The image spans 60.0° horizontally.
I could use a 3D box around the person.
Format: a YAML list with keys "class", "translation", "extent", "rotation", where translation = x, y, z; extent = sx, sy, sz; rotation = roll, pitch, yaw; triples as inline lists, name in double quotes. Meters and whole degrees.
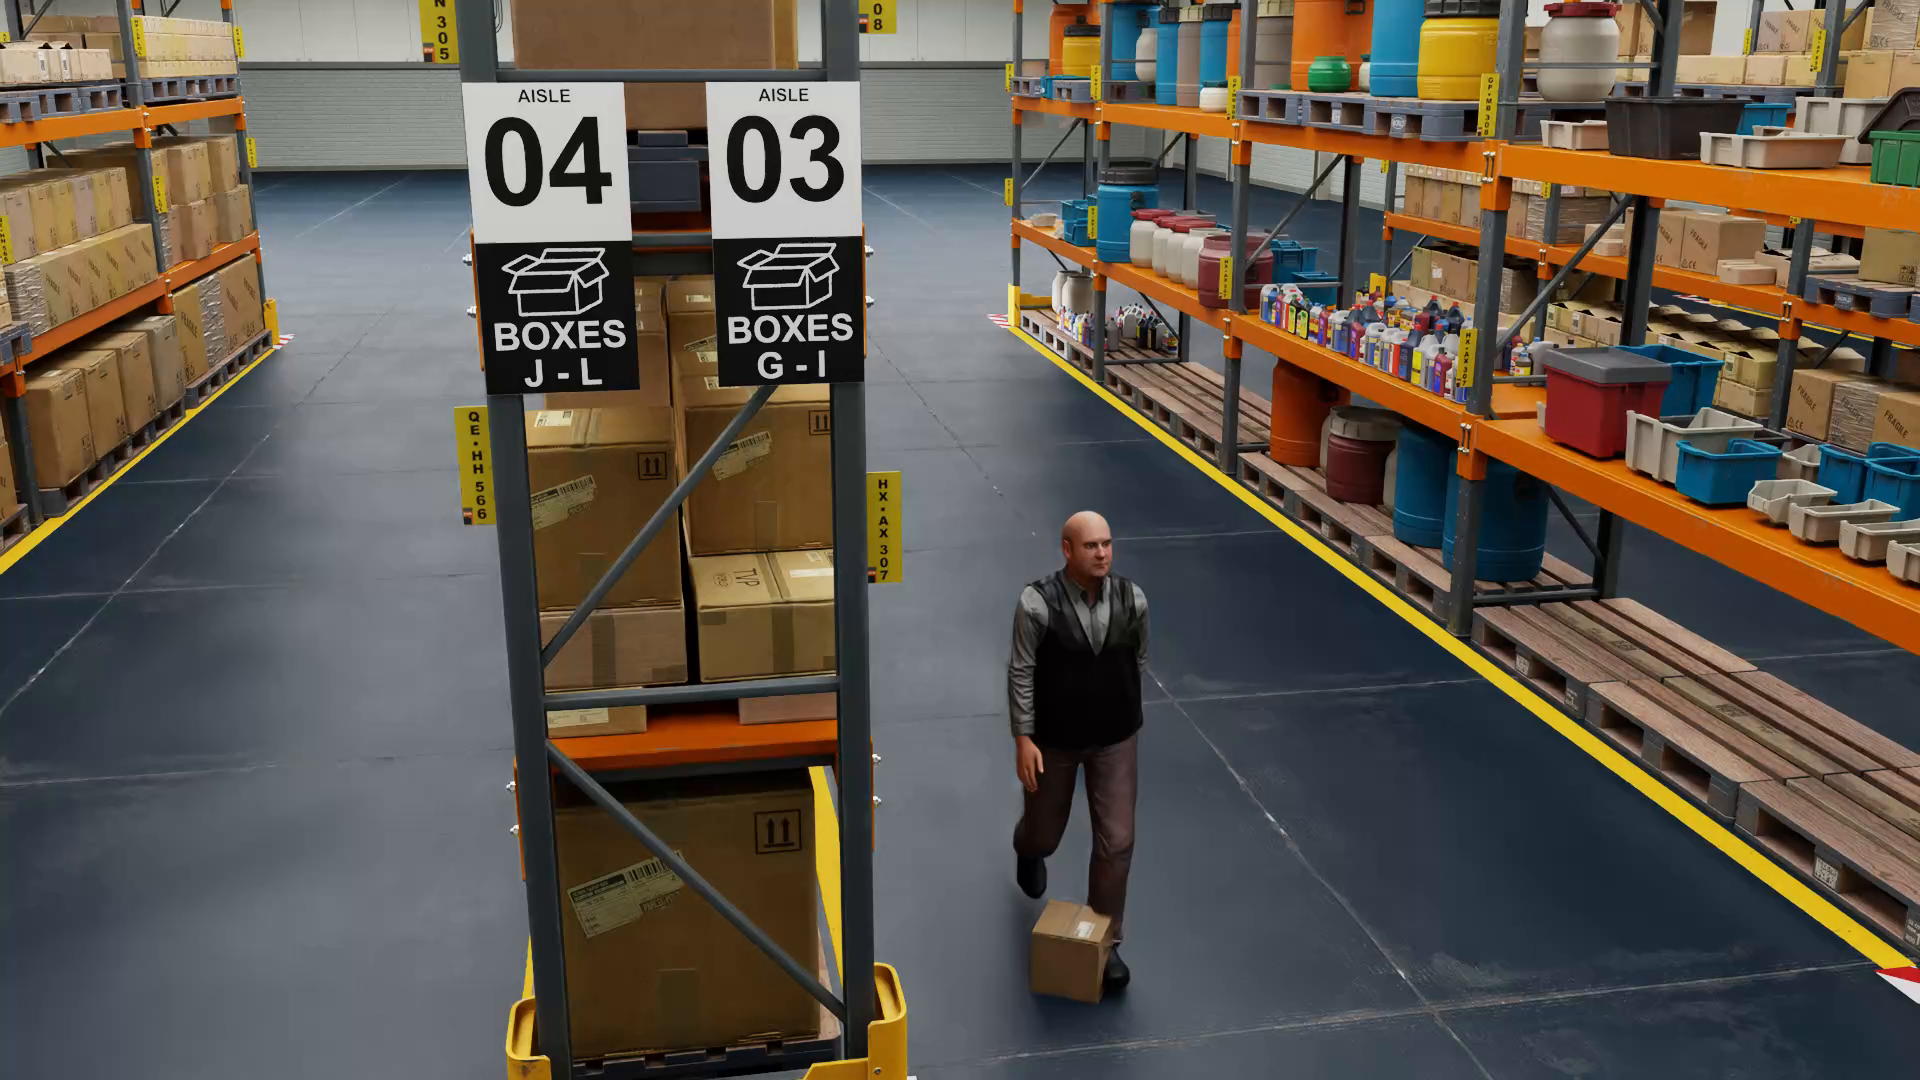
- class: "person"
  translation: [0.430, 0.705, 6.147]
  extent: [0.553, 1.689, 0.905]
  rotation: [-3, 17, -10]
